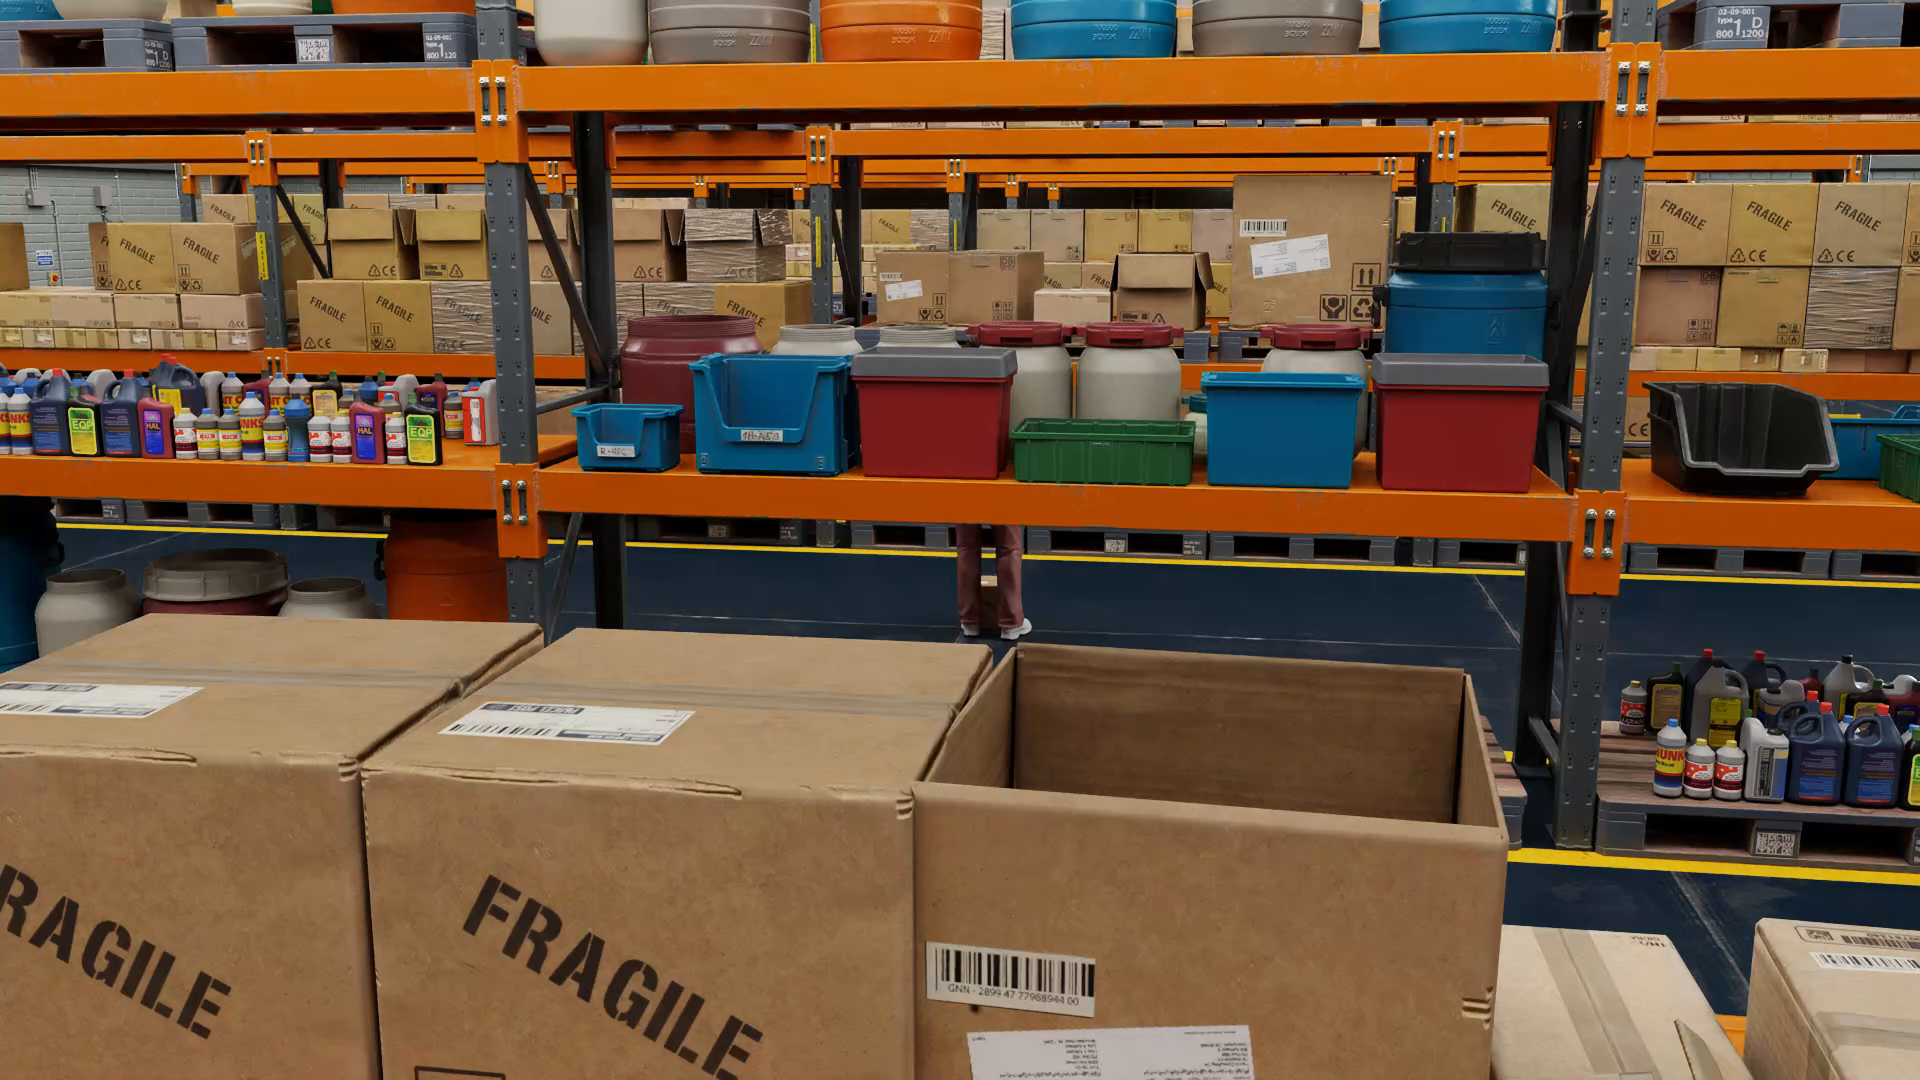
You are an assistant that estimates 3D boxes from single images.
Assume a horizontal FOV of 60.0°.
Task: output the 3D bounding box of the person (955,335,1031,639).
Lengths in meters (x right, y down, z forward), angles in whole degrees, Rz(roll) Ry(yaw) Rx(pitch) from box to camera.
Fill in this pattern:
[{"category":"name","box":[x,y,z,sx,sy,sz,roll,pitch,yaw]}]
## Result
[{"category":"person","box":[0.137,-0.305,8.984,0.499,1.673,0.403,2,11,9]}]
